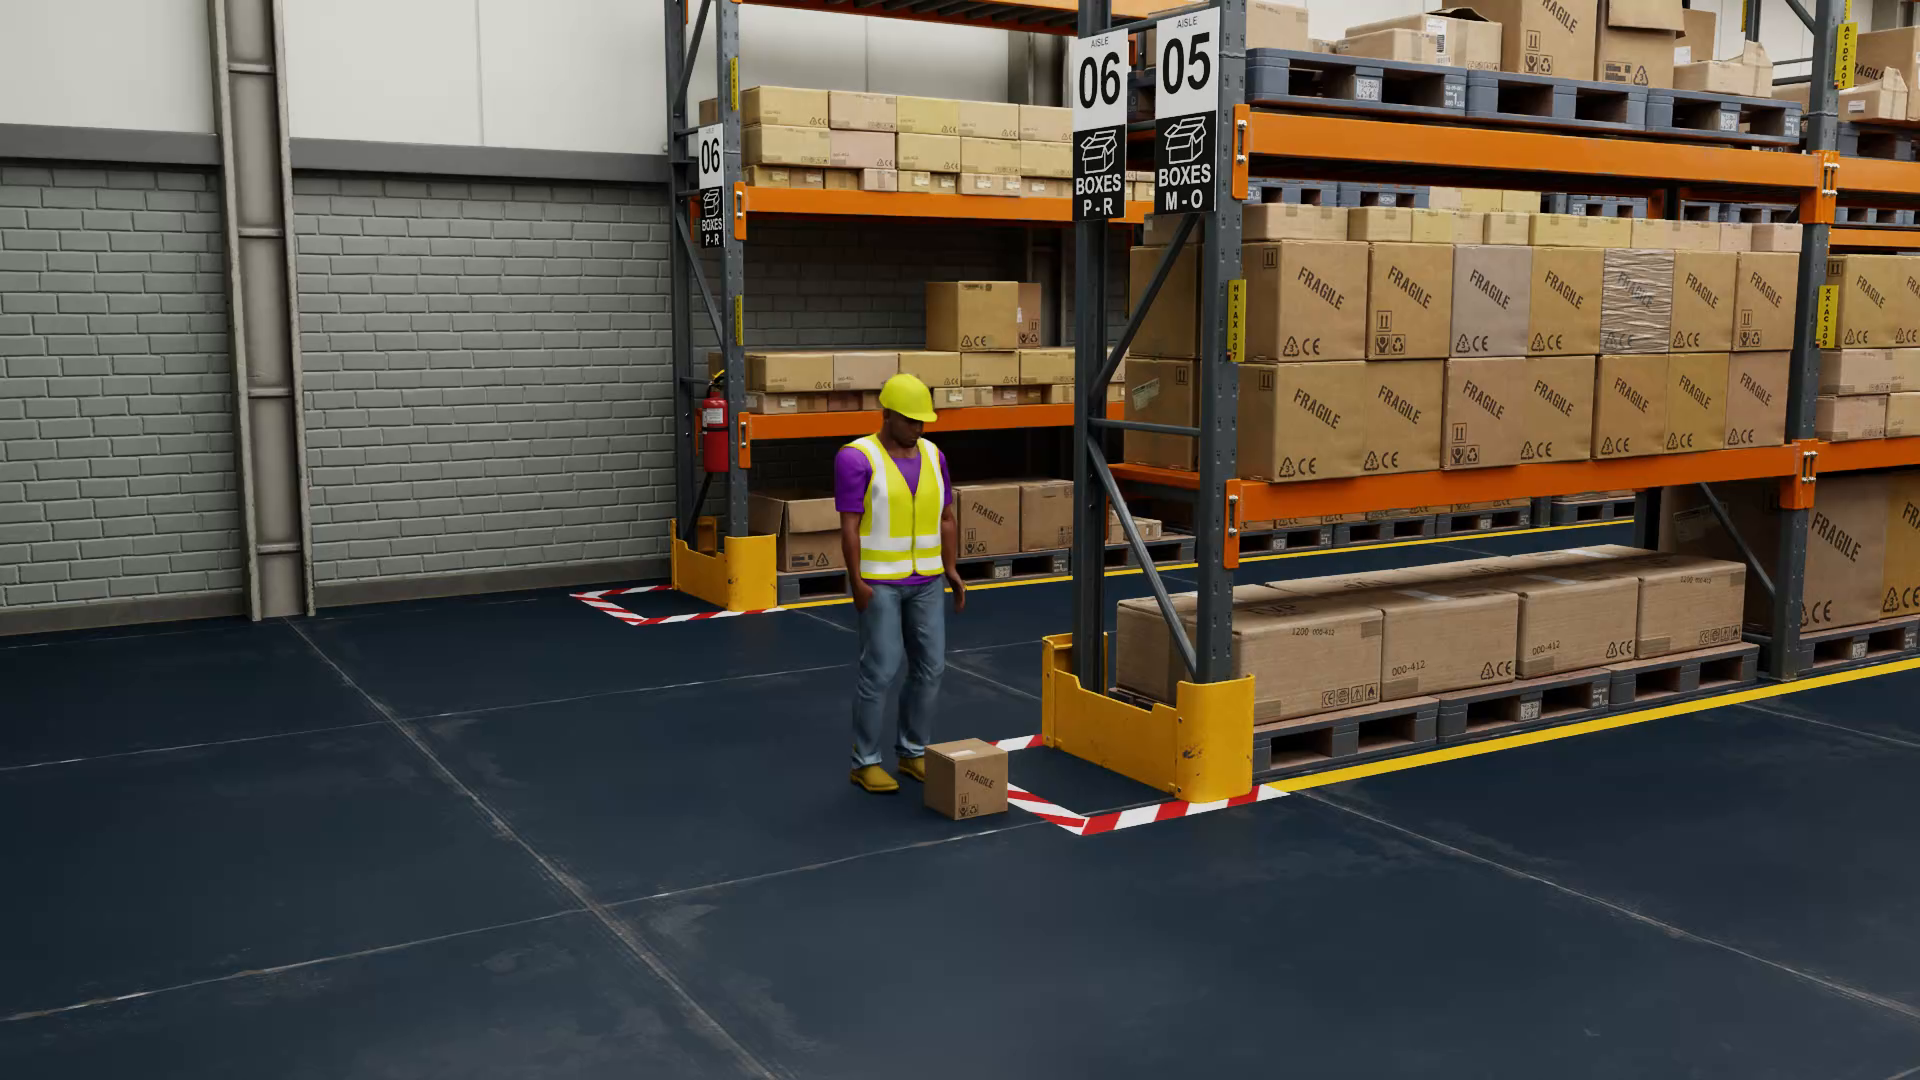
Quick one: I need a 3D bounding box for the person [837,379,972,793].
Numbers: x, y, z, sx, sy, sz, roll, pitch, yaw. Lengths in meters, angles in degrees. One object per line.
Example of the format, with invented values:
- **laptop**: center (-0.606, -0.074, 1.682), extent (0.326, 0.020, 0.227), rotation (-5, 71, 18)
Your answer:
- **person**: center (-0.238, 0.184, 7.065), extent (0.584, 1.732, 0.422), rotation (-6, 10, -34)
